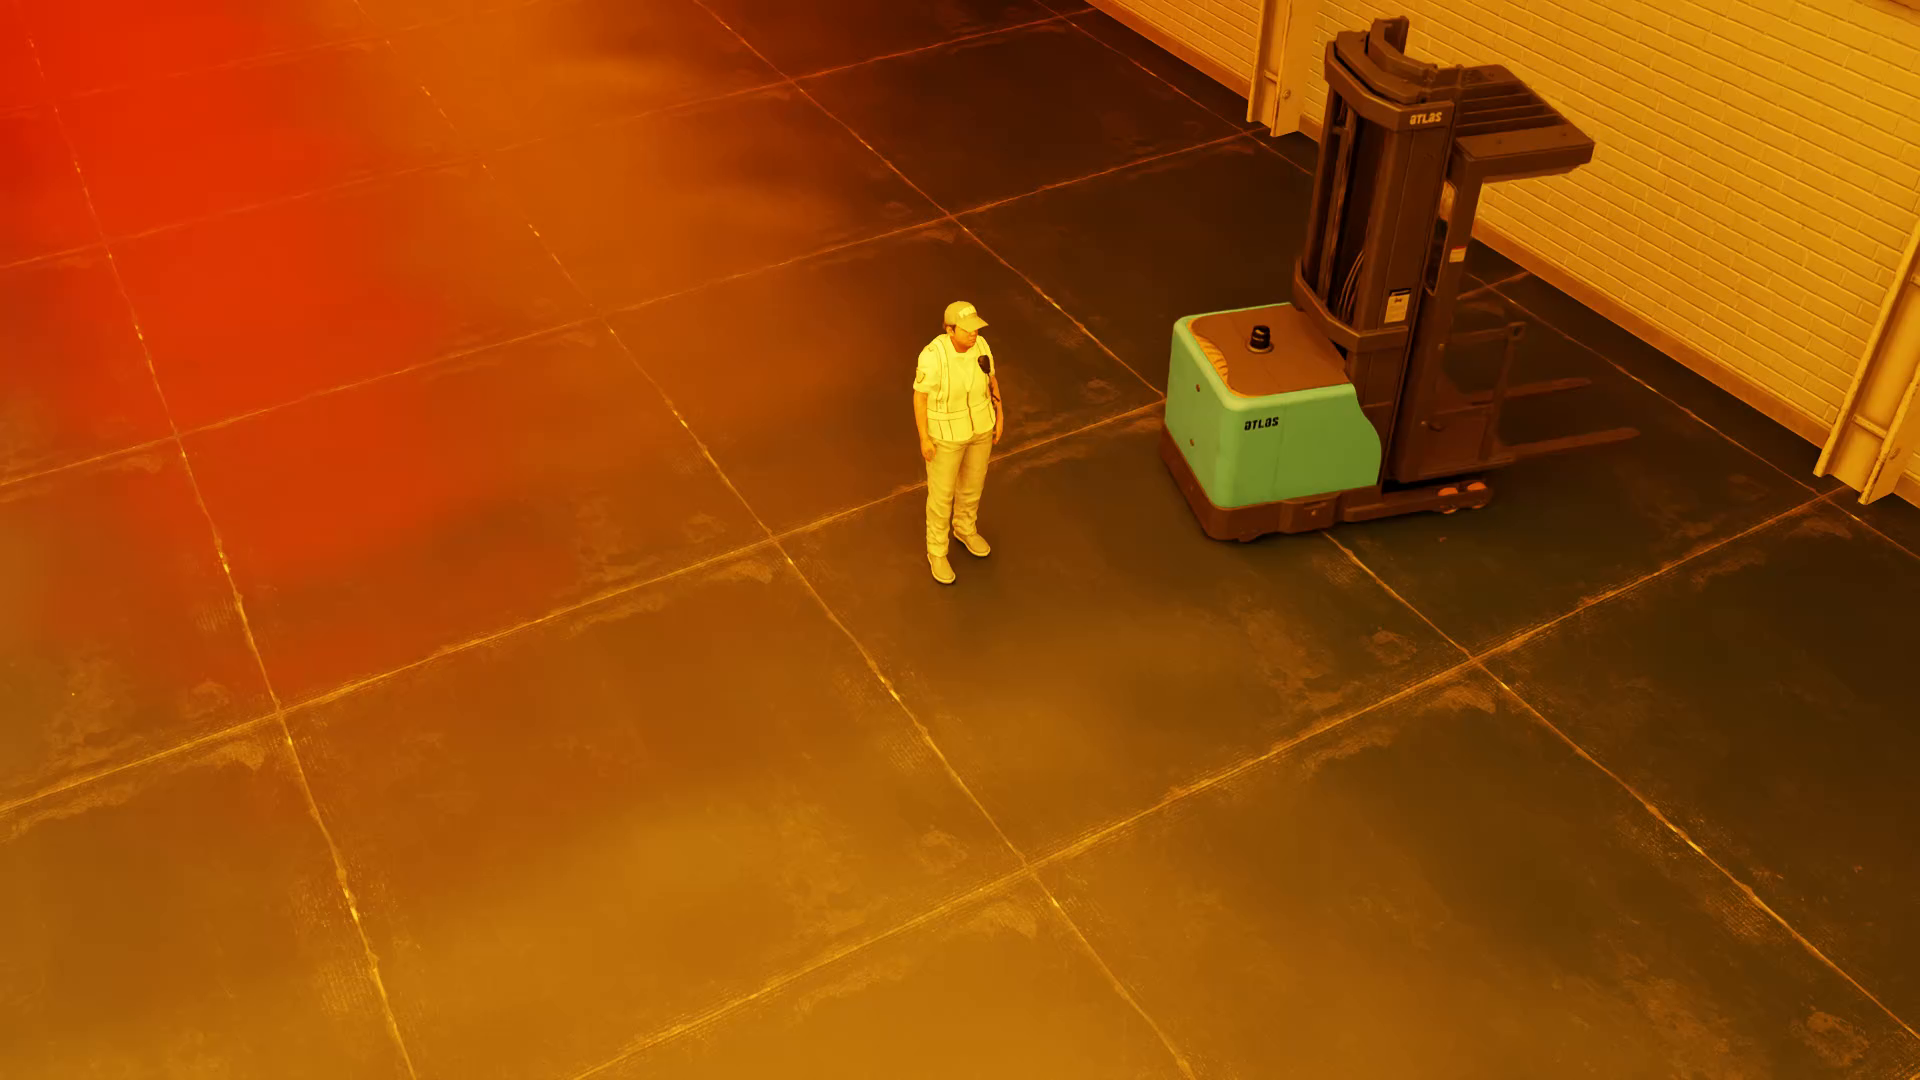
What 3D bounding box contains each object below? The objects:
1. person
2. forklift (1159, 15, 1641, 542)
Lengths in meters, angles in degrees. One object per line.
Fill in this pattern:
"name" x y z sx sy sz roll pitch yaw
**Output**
"person" 0.019 -0.598 9.736 0.599 1.670 0.529 -20 44 -23
"forklift" 2.884 -1.617 9.986 3.031 2.935 1.130 -9 41 -11
